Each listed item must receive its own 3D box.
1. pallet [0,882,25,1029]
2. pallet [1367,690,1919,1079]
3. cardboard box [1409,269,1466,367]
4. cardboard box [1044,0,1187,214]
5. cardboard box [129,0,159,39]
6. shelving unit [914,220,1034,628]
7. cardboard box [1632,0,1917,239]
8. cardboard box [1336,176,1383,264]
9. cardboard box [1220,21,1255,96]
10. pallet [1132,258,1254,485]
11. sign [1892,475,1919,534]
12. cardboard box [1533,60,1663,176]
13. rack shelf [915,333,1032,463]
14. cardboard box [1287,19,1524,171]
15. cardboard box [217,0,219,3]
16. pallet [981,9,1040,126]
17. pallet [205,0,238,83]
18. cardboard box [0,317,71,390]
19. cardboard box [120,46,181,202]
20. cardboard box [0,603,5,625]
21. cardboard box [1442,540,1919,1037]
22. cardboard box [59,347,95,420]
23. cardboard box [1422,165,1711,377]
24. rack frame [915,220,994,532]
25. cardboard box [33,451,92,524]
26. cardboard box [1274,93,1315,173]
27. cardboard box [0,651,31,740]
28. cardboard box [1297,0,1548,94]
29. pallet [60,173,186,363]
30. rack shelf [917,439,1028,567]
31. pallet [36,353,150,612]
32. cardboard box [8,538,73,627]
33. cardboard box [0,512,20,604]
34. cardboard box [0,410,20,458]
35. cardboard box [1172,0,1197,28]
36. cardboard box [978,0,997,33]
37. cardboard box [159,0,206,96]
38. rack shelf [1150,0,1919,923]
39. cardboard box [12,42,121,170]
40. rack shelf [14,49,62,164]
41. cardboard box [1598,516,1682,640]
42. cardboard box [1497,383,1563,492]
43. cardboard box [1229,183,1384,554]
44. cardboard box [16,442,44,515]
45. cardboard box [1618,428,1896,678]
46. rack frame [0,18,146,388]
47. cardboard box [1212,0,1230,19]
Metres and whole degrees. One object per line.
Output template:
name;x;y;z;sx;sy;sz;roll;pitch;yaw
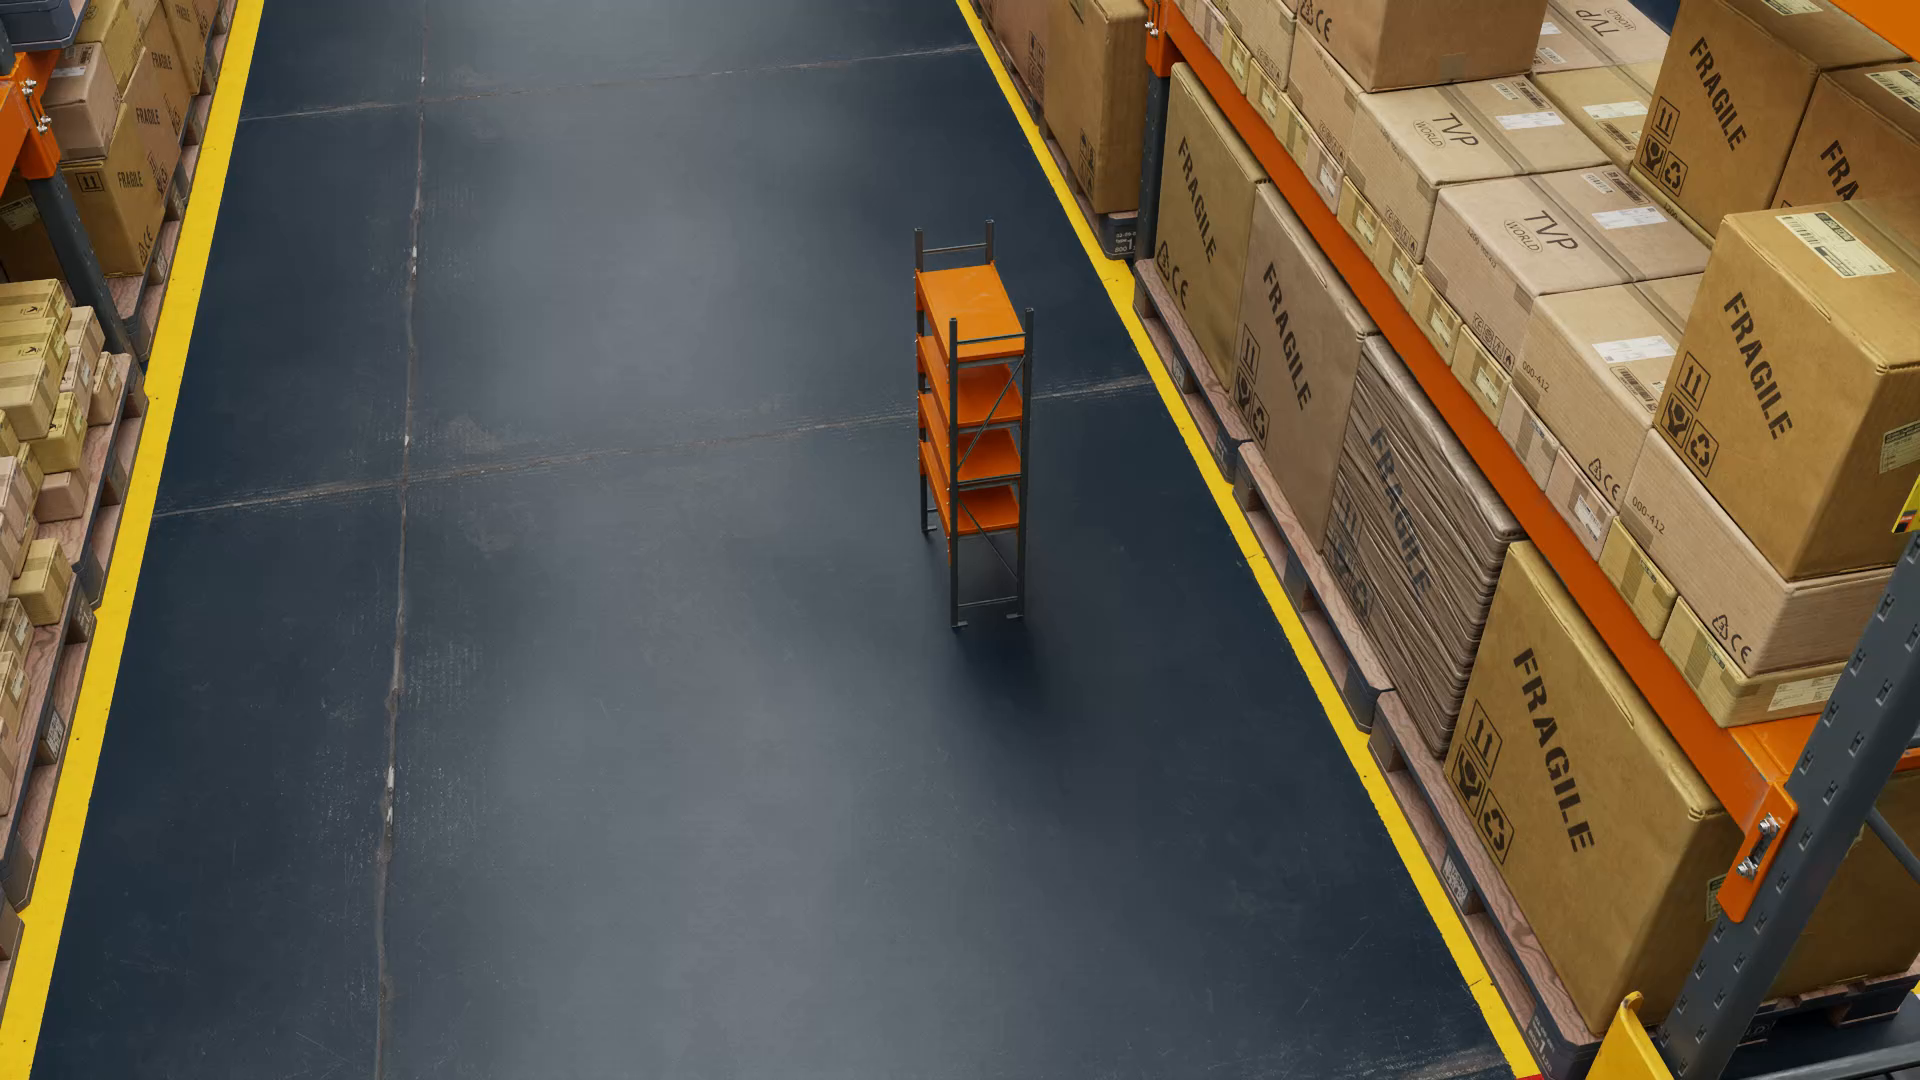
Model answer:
pallet;-2.929;1.421;3.991;1.003;0.211;1.213;-8;42;-9
pallet;1.844;0.849;4.634;1.003;0.211;1.213;-8;42;-9
cardboard box;1.416;-0.606;4.363;0.380;0.149;0.250;-8;42;-9
cardboard box;1.072;-2.054;7.088;1.225;0.875;0.875;-8;42;-9
cardboard box;-3.760;-2.330;7.117;0.500;0.250;0.500;-7;42;-8
shelving unit;0.036;-0.341;5.231;0.258;1.200;0.503;-8;42;-9
cardboard box;2.027;-1.031;3.976;0.500;0.500;0.500;-9;42;-10
cardboard box;1.307;-0.936;4.734;0.380;0.149;0.250;-9;42;-11
cardboard box;1.083;-1.605;5.488;0.380;0.149;0.250;-7;42;-8
pallet;1.317;-0.732;6.416;1.003;0.211;1.213;-8;42;-9
sign;1.560;-0.139;2.597;0.100;0.325;0.005;-8;42;-9
cardboard box;1.911;-1.091;4.609;0.500;0.250;0.500;-9;42;-10
rack shelf;0.036;-0.458;5.127;0.258;0.148;0.480;-8;42;-9
cardboard box;1.295;-1.334;4.883;0.500;0.250;0.500;-7;42;-8
cardboard box;-4.102;-3.060;8.504;0.500;0.500;0.500;-9;42;-9
pallet;0.722;-2.518;8.428;1.003;0.211;1.213;-8;42;-9
pallet;-4.332;-2.677;8.607;1.003;0.211;1.213;-8;42;-9
cardboard box;-3.211;-0.594;5.543;0.380;0.149;0.250;-8;42;-9
cardboard box;-3.652;-1.716;6.990;0.500;0.500;0.500;-7;42;-7
cardboard box;-3.041;0.183;4.892;0.380;0.149;0.250;-10;43;-11
cardboard box;1.877;0.548;4.158;0.875;0.875;0.875;-8;42;-9
cardboard box;-3.187;-0.504;5.665;0.380;0.149;0.250;-10;43;-11
cardboard box;1.510;-0.677;4.142;0.500;0.250;0.500;-10;43;-11
rack frame;-0.017;-0.500;5.409;0.240;1.200;0.015;-8;42;-9
cardboard box;-3.124;-0.177;5.521;0.380;0.149;0.250;-10;43;-11
cardboard box;1.197;-1.269;5.109;0.380;0.149;0.250;-9;42;-10
cardboard box;-2.920;0.481;4.779;0.380;0.149;0.250;-8;42;-9
cardboard box;1.299;-1.611;4.629;0.500;0.500;0.500;-10;42;-11
pallet;-3.805;-1.096;6.825;1.003;0.211;1.213;-8;42;-9
rack shelf;0.036;-0.143;5.407;0.258;0.148;0.480;-8;42;-9
pallet;-3.456;-0.161;5.772;1.003;0.211;1.213;-8;42;-9
cardboard box;-2.995;0.151;5.151;0.380;0.149;0.250;-8;42;-9
cardboard box;-2.951;0.081;4.783;0.380;0.149;0.250;-10;43;-11
cardboard box;-3.170;-0.255;5.160;0.380;0.149;0.250;-7;42;-8
cardboard box;0.968;-1.946;5.872;0.380;0.149;0.250;-8;42;-9
cardboard box;0.680;-3.205;8.386;1.225;0.875;0.875;-8;42;-9
cardboard box;-3.863;-2.383;7.741;0.500;0.500;0.500;-10;43;-11
rack shelf;1.661;-0.714;4.837;1.077;0.370;4.000;-8;42;-9
cardboard box;-3.537;-1.654;6.355;0.500;0.250;0.500;-10;43;-11
rack shelf;-4.067;-2.662;7.031;1.077;0.370;4.000;-8;42;-9
cardboard box;1.637;0.056;3.617;0.380;0.149;0.250;-8;42;-9
cardboard box;1.530;-0.270;3.984;0.380;0.149;0.250;-8;42;-9
cardboard box;1.488;-0.619;5.472;0.875;0.875;0.875;-8;42;-9
cardboard box;-3.153;-0.156;5.274;0.380;0.149;0.250;-8;42;-9
cardboard box;1.729;-0.018;3.399;0.500;0.250;0.500;-9;42;-10
rack frame;-3.635;-1.634;5.331;1.000;3.000;0.127;-8;42;-9
cardboard box;1.075;-1.992;5.624;0.500;0.250;0.500;-9;42;-10
